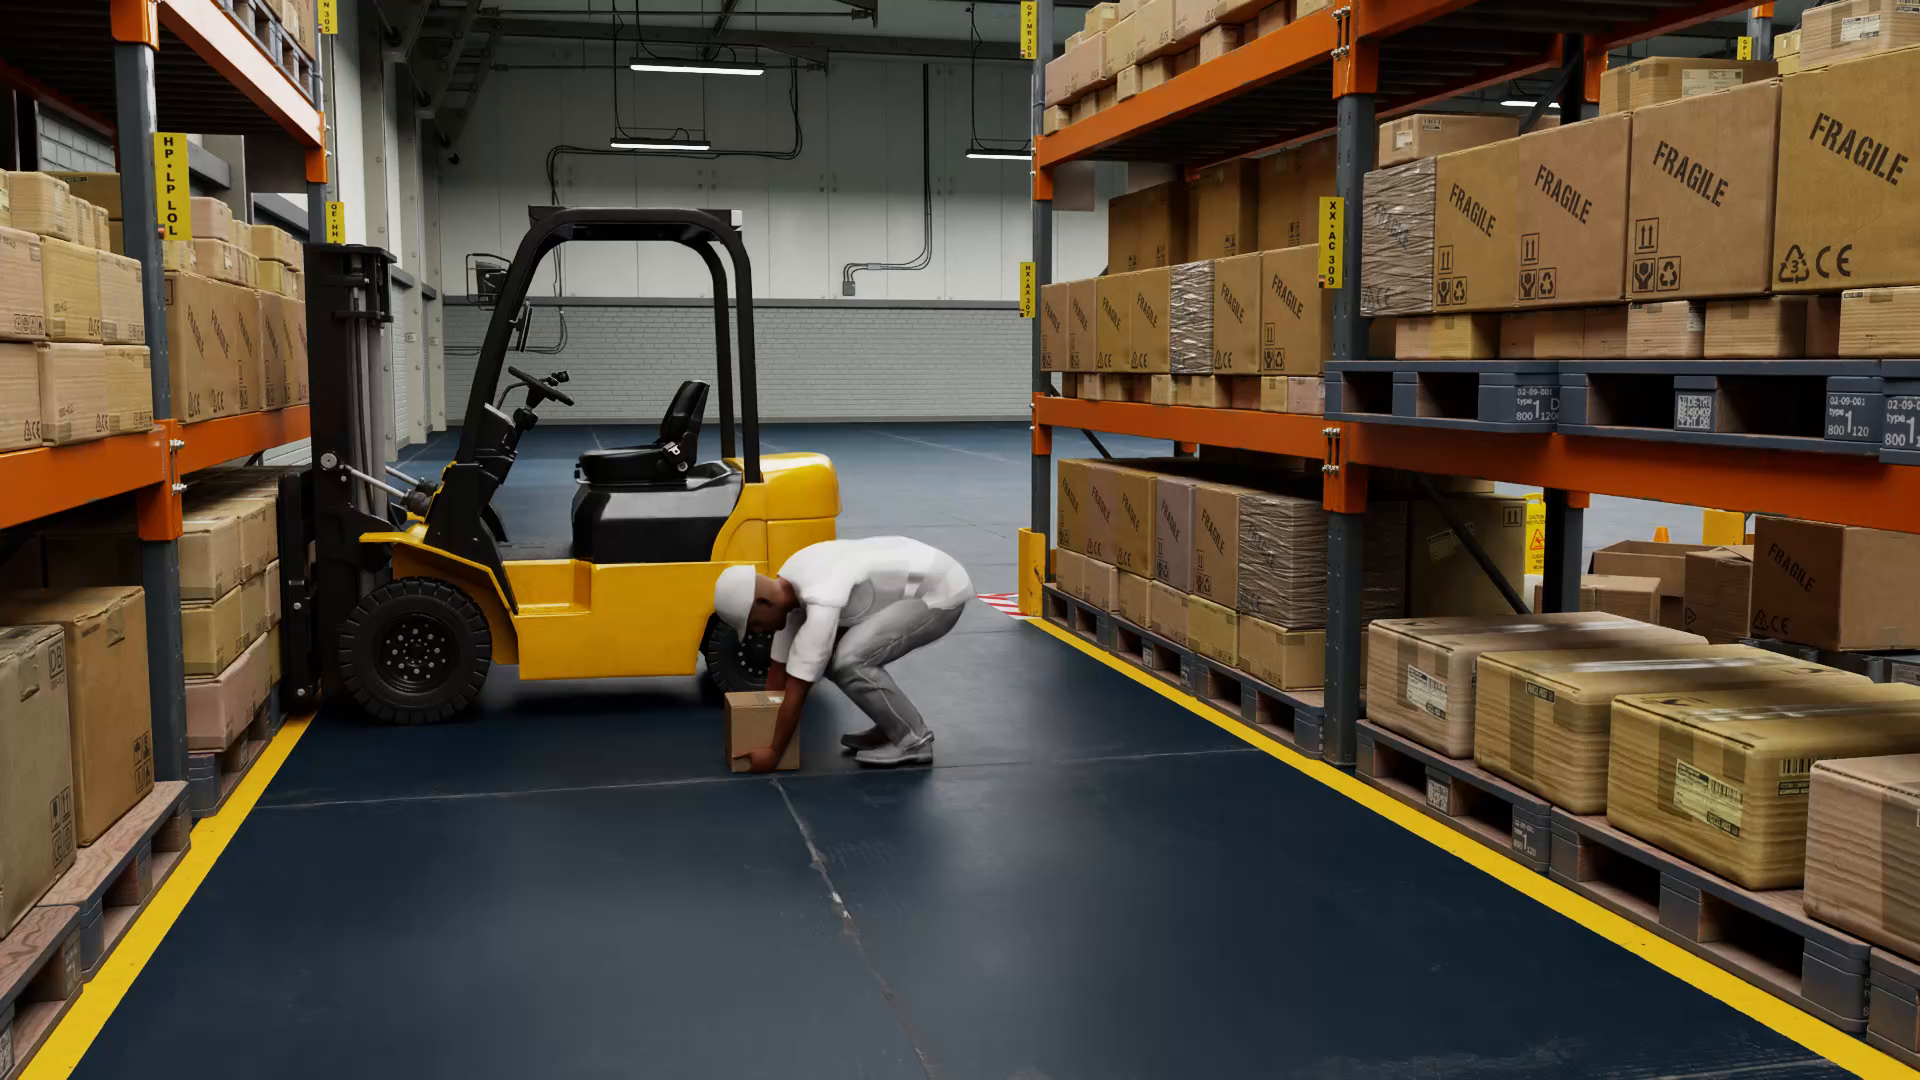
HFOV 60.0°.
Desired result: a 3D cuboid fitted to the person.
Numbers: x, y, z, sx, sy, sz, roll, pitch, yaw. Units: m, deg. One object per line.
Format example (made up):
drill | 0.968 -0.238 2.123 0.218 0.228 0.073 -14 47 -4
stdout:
person | -0.439 0.425 6.293 0.980 0.862 0.517 -2 6 -16
